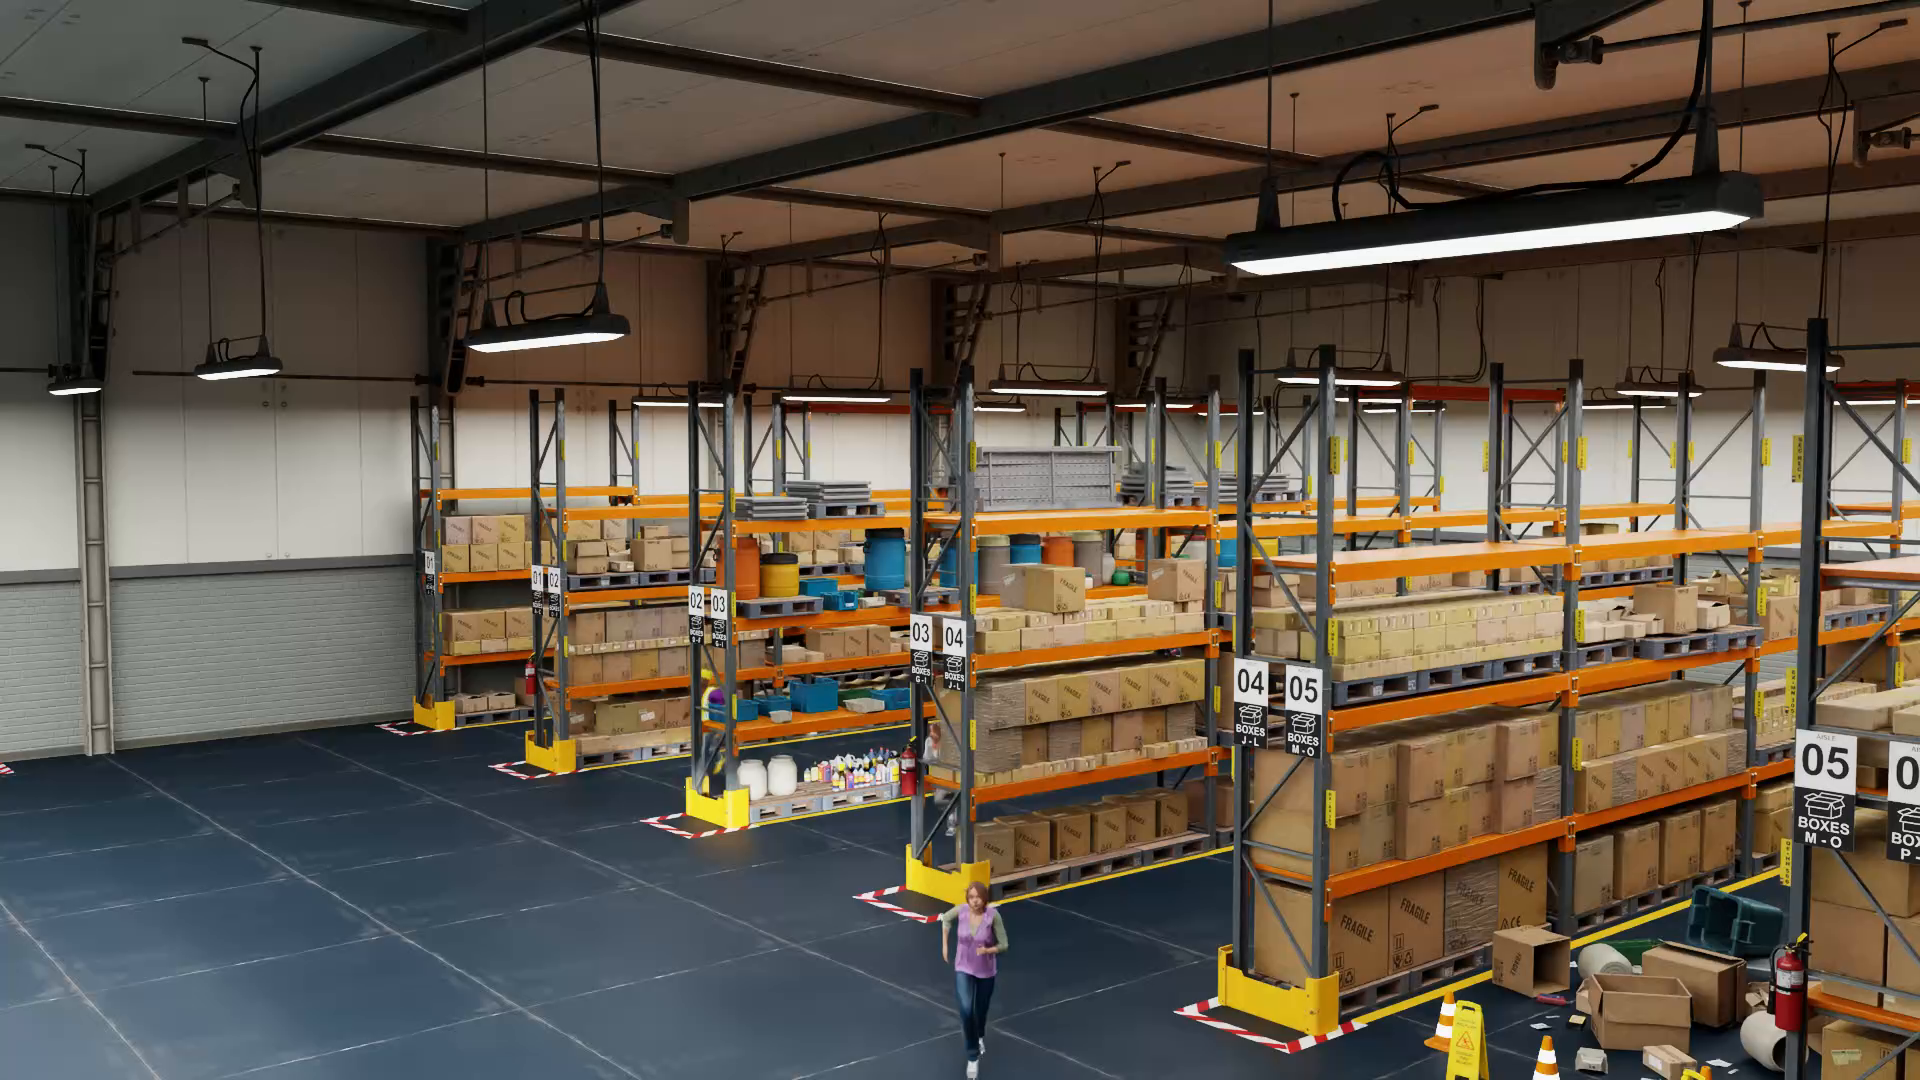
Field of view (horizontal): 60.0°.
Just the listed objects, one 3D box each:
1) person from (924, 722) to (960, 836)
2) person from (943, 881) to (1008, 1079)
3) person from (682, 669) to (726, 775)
[{"bbox_3d":[-0.231,3.122,21.659,0.516,1.533,0.704,2,4,33],"label":"person"},{"bbox_3d":[0.125,3.564,13.644,0.555,1.615,0.790,0,3,4],"label":"person"},{"bbox_3d":[-3.788,2.818,24.988,0.709,1.766,0.934,3,4,39],"label":"person"}]
